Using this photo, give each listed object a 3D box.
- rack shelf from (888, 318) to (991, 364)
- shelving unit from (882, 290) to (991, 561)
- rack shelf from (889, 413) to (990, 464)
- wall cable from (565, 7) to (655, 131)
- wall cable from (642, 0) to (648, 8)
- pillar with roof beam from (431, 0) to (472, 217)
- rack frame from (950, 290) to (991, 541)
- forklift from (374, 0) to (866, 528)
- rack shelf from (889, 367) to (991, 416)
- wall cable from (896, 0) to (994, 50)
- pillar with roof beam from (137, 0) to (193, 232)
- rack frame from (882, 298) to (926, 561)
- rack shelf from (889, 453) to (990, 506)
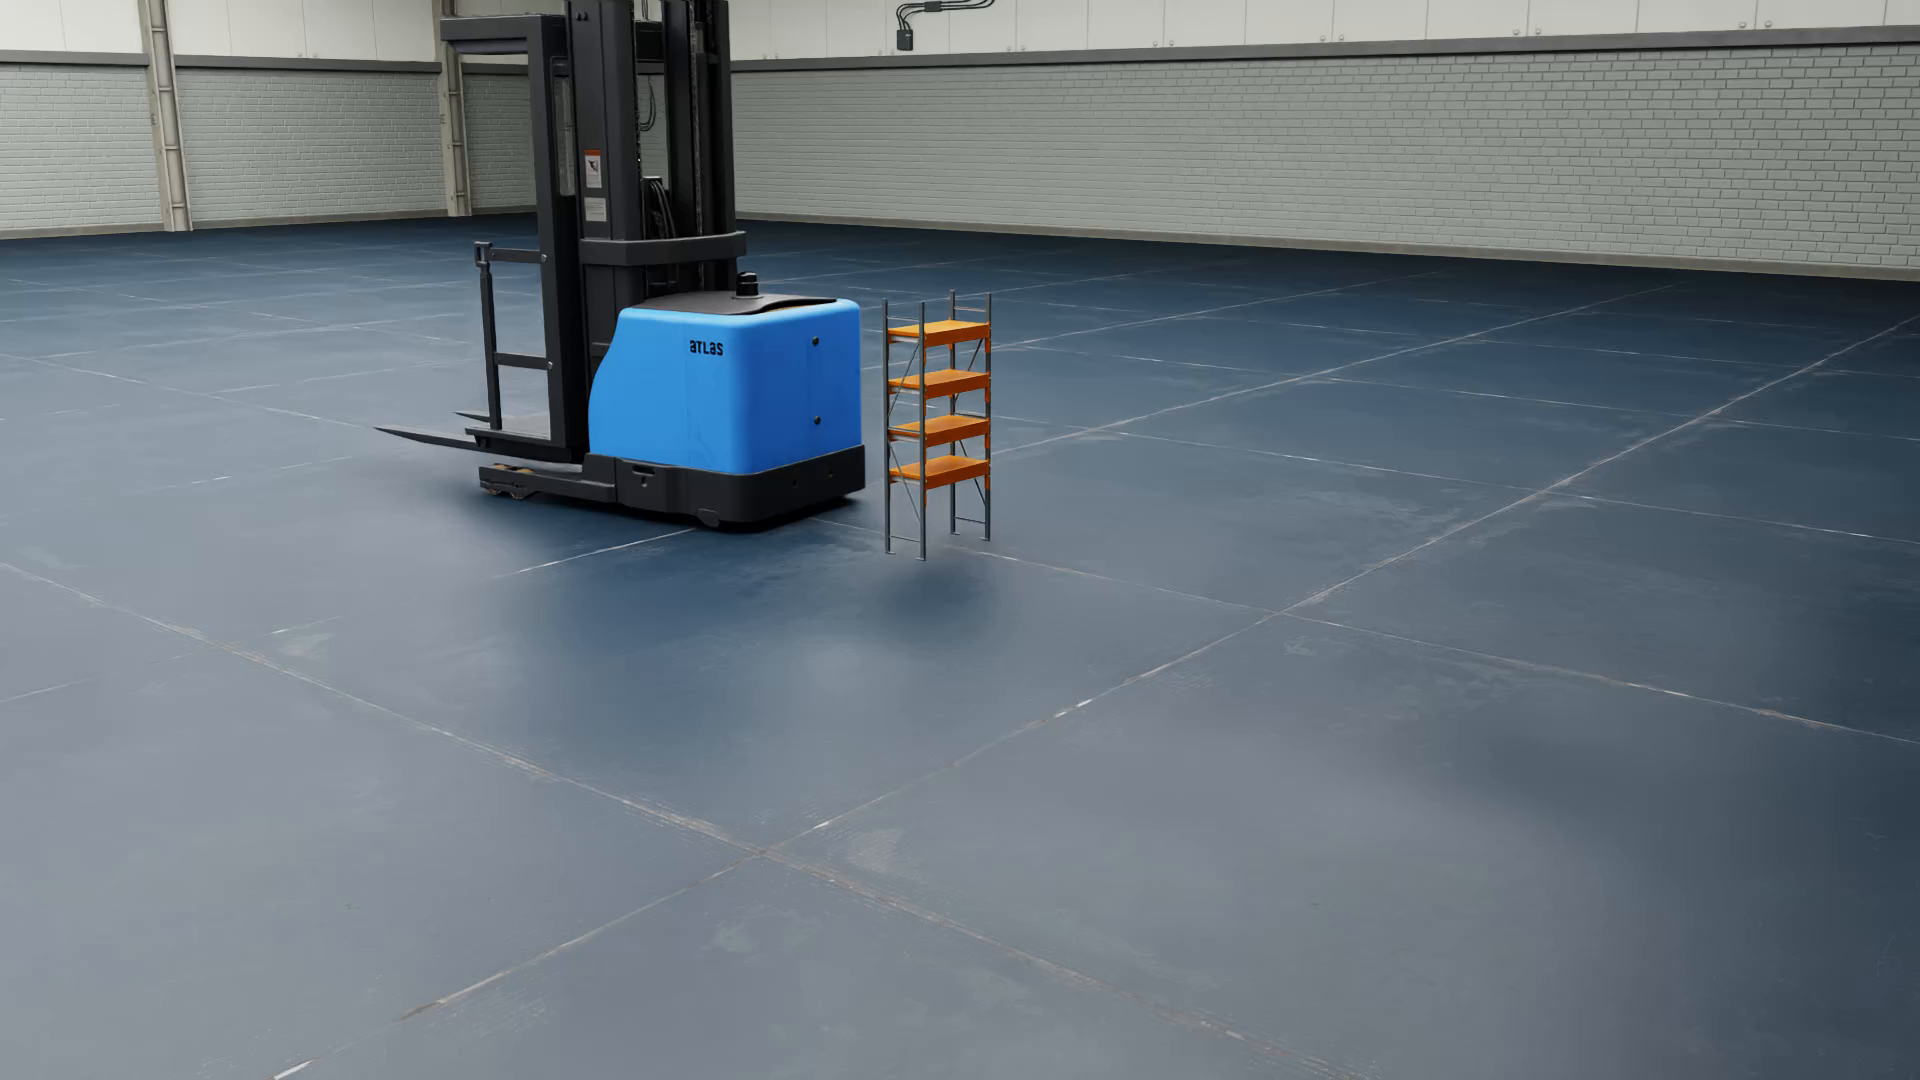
[{"bbox_3d":[-0.104,-0.931,7.754,0.258,0.148,0.480,11,18,38],"label":"rack shelf"},{"bbox_3d":[-0.104,-0.550,7.850,0.258,1.200,0.503,11,18,38],"label":"shelving unit"},{"bbox_3d":[-0.104,-0.485,7.867,0.258,0.148,0.480,11,18,38],"label":"rack shelf"},{"bbox_3d":[-7.612,-10.011,35.561,3.097,2.526,0.112,11,18,38],"label":"wall cable"},{"bbox_3d":[-5.507,-12.040,33.291,3.097,2.526,0.112,11,18,38],"label":"wall cable"},{"bbox_3d":[-7.143,-10.490,31.141,9.100,9.000,0.400,11,18,38],"label":"pillar with roof beam"},{"bbox_3d":[0.049,-0.597,8.034,0.240,1.200,0.015,11,18,38],"label":"rack frame"},{"bbox_3d":[-2.022,-1.737,9.010,3.031,2.935,1.130,9,17,32],"label":"forklift"},{"bbox_3d":[-0.104,-0.701,7.812,0.258,0.148,0.480,11,18,38],"label":"rack shelf"},{"bbox_3d":[-0.237,-11.692,28.965,2.305,6.003,0.169,11,18,38],"label":"wall cable"},{"bbox_3d":[-10.914,-9.341,26.618,9.100,9.000,0.400,11,18,38],"label":"pillar with roof beam"},{"bbox_3d":[-0.257,-0.503,7.666,0.240,1.200,0.015,11,18,38],"label":"rack frame"},{"bbox_3d":[-0.104,-0.292,7.916,0.258,0.148,0.480,11,18,38],"label":"rack shelf"}]
